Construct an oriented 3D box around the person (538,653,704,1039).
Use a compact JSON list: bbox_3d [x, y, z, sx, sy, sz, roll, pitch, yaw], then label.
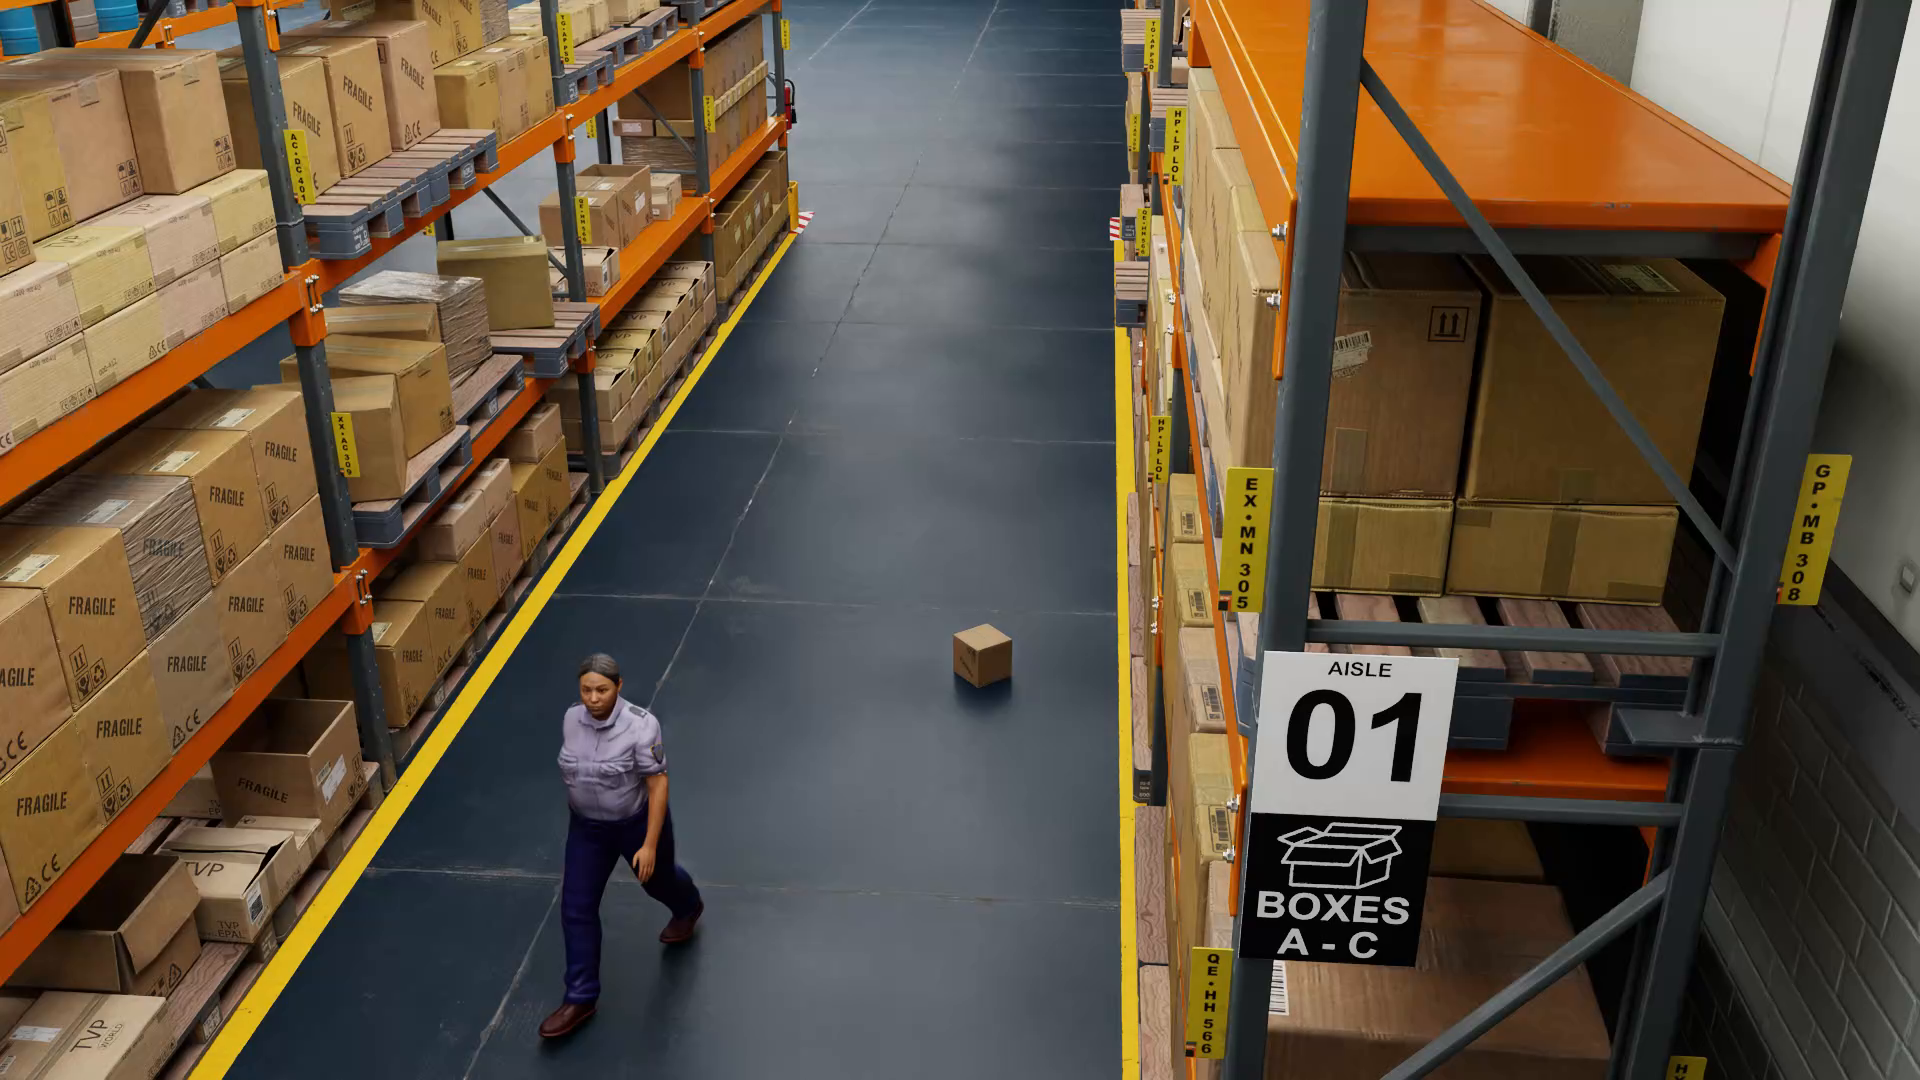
[{"bbox_3d":[-1.452,1.209,6.991,0.528,1.596,0.996,7,26,14],"label":"person"}]
